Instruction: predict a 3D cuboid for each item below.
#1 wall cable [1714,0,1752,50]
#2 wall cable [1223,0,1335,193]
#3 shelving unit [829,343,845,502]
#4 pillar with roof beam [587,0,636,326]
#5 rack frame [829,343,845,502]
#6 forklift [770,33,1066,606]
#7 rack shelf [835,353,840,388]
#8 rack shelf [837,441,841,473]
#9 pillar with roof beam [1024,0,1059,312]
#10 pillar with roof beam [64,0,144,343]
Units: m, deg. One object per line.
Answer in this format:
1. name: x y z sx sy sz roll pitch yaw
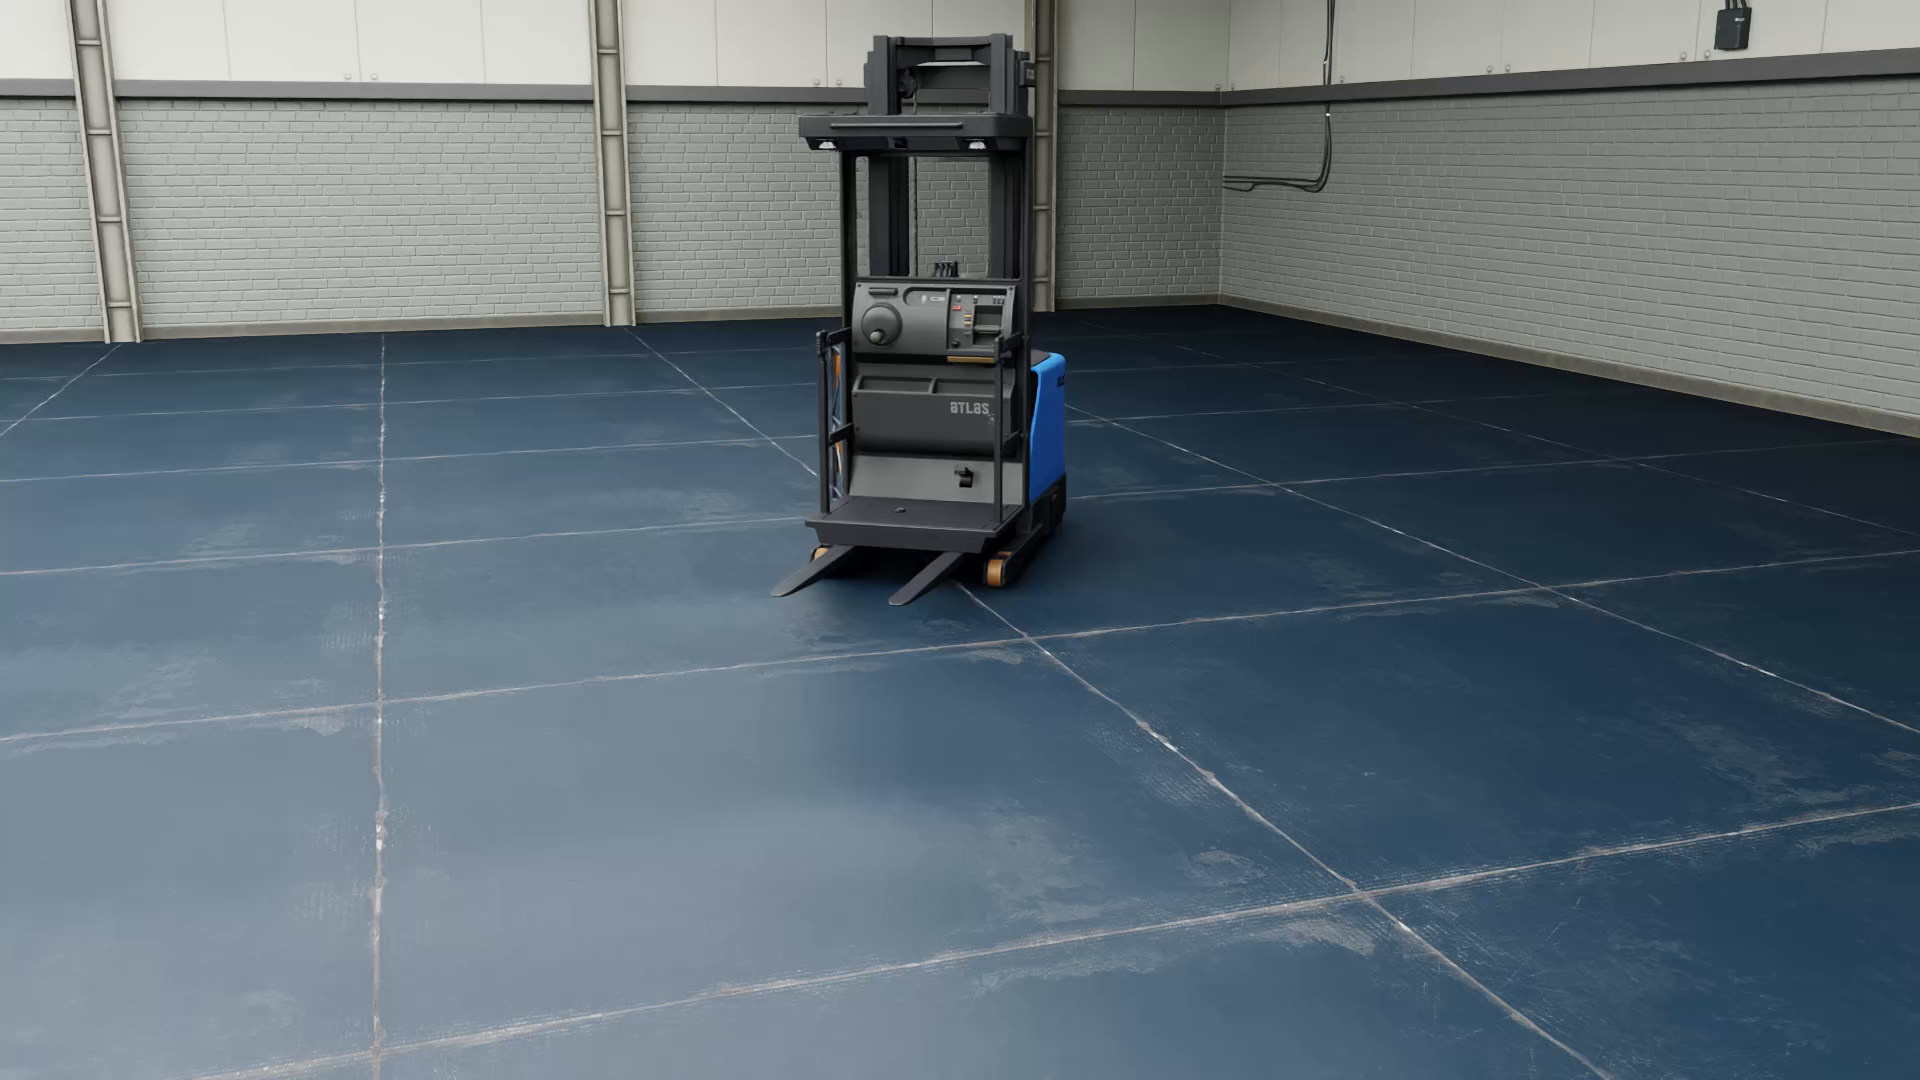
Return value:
1. wall cable: 7.362 -7.198 13.609 0.169 6.003 2.305 -4 14 -18
2. wall cable: 4.349 -6.116 23.120 0.112 2.526 3.097 -4 14 -18
3. shelving unit: -0.306 -0.799 11.073 1.048 1.125 0.538 -3 14 -12
4. pillar with roof beam: -3.178 -6.312 17.235 0.400 9.000 9.100 -4 14 -18
5. rack frame: -0.803 -0.774 10.966 0.032 1.125 0.500 -3 14 -12
6. forklift: -0.203 -1.260 9.104 1.130 2.935 3.031 4 14 15
7. rack shelf: -0.306 -1.084 11.005 1.000 0.278 0.538 -3 14 -12
8. rack shelf: -0.306 -0.562 11.129 1.000 0.278 0.538 -3 14 -12
9. pillar with roof beam: 2.508 -6.755 19.096 0.400 9.000 9.100 -4 14 -18
10. pillar with roof beam: -8.865 -5.870 15.373 0.400 9.000 9.100 -4 14 -18
